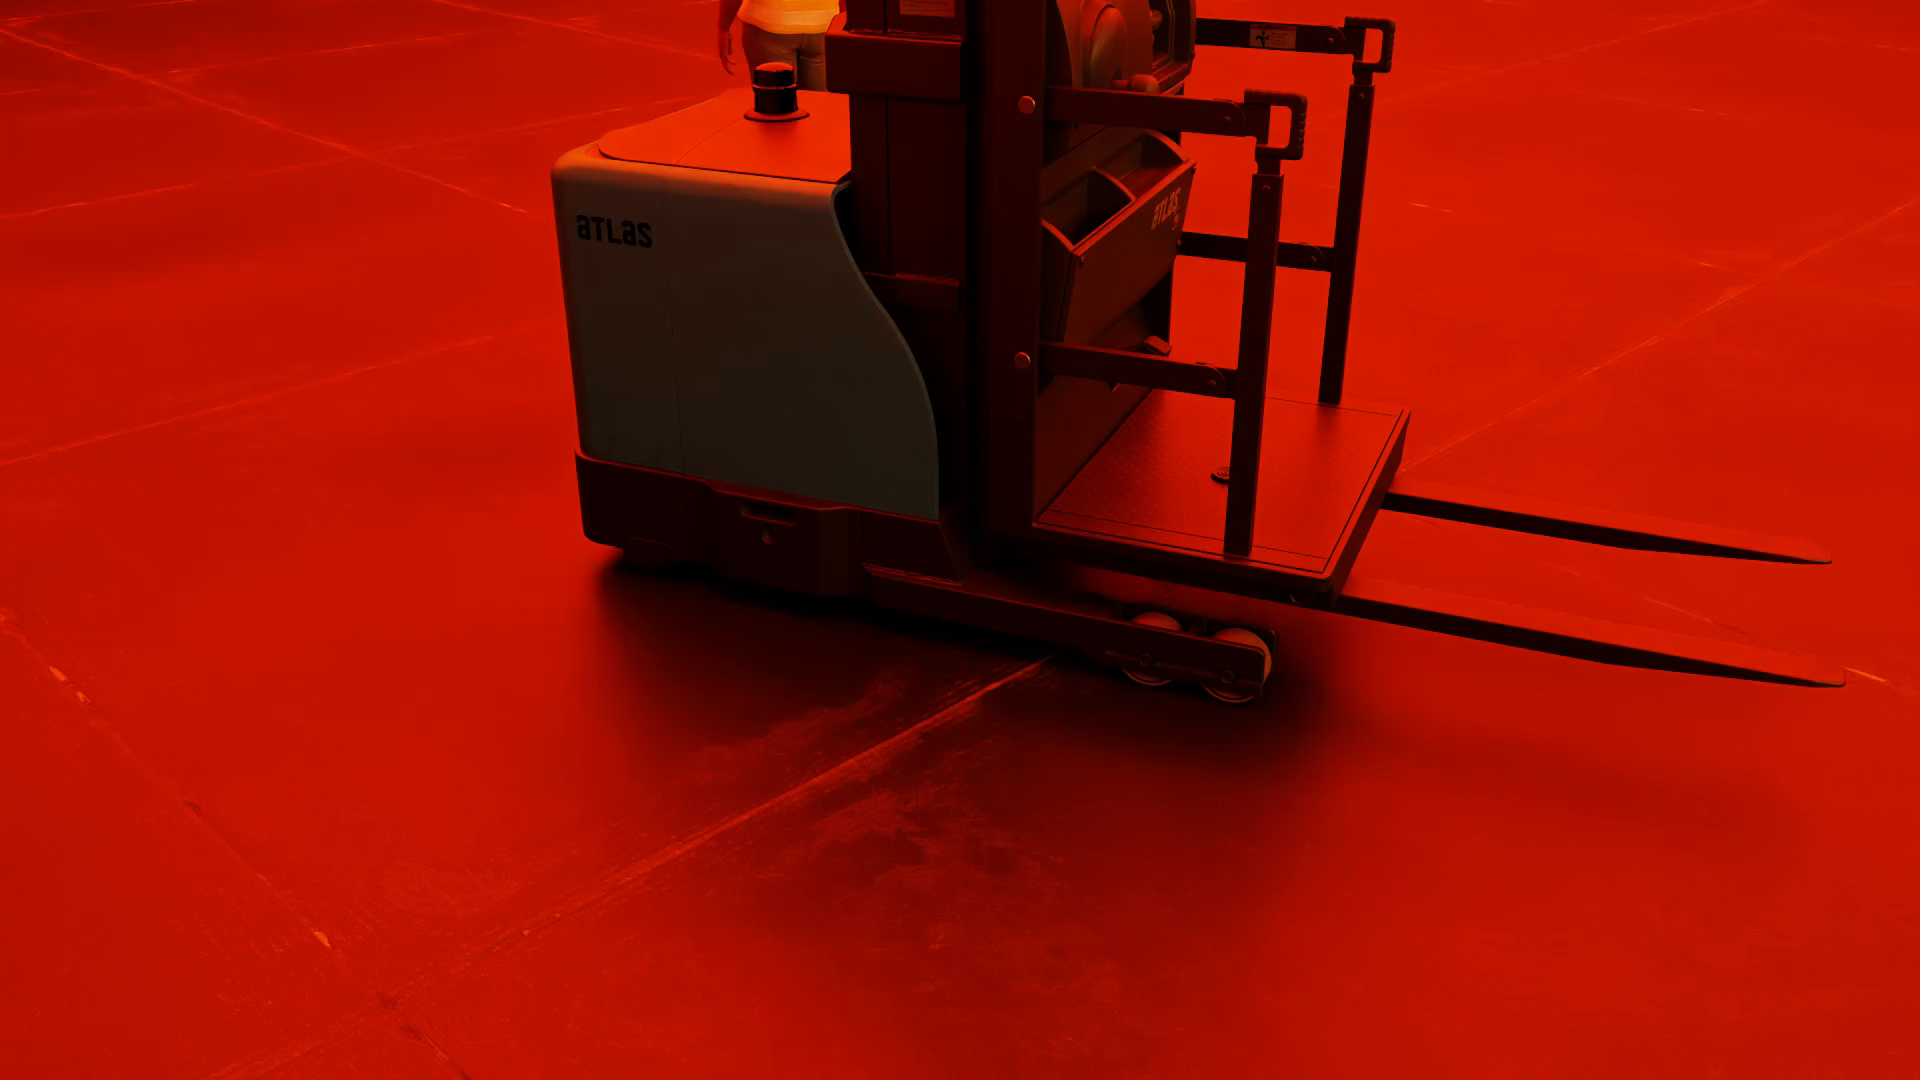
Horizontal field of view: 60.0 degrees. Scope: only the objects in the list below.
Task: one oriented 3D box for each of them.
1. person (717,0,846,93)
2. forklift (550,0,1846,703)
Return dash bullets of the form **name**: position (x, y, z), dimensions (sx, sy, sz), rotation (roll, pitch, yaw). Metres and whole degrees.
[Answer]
- **person**: position (-0.755, -2.171, 6.947), dimensions (0.665, 1.765, 0.577), rotation (-20, 32, -34)
- **forklift**: position (0.560, -1.212, 3.684), dimensions (3.031, 2.935, 1.130), rotation (11, 28, 20)
